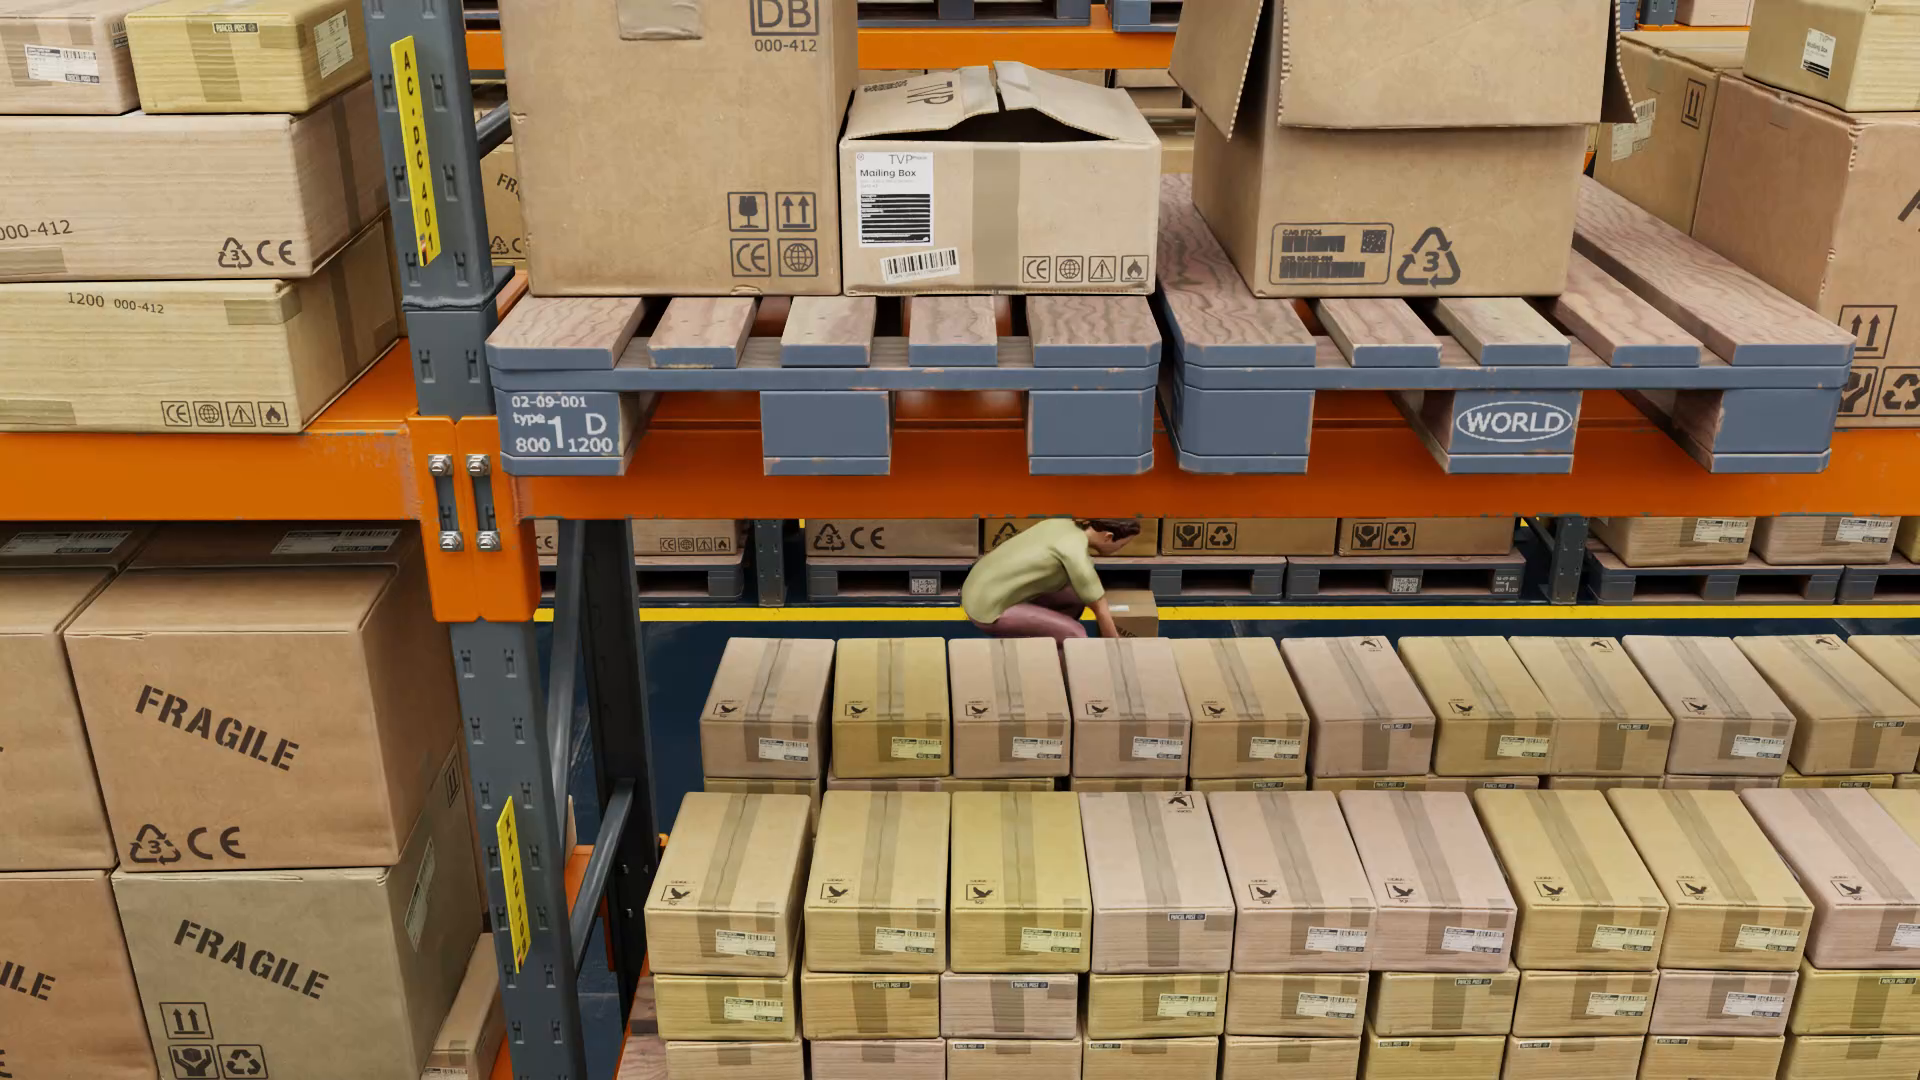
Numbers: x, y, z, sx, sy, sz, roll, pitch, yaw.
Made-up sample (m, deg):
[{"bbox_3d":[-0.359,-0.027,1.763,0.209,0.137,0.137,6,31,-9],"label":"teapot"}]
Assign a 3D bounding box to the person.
[{"bbox_3d":[0.422,0.273,7.416,0.834,0.930,0.459,-1,24,-2],"label":"person"}]
